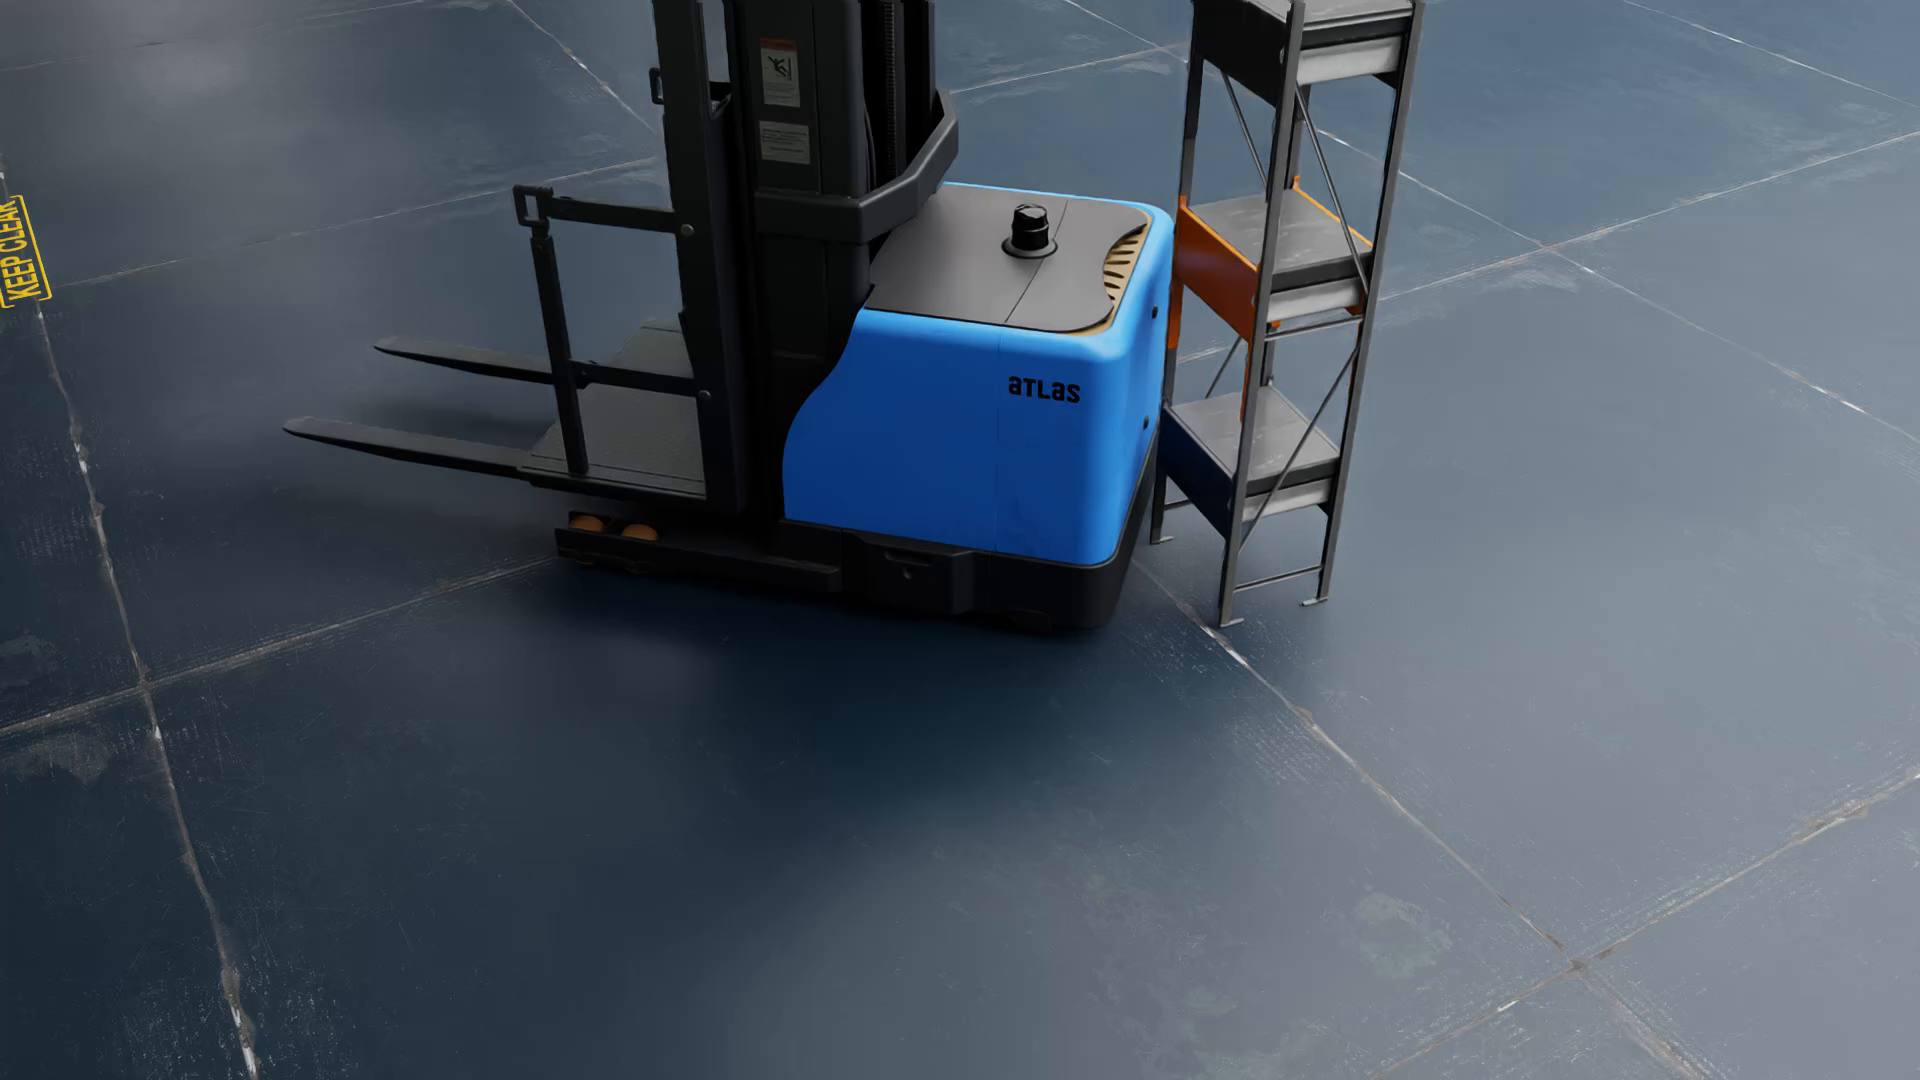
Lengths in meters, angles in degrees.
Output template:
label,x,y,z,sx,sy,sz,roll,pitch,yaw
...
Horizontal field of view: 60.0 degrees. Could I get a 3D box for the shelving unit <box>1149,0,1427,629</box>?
label,x,y,z,sx,sy,sz,roll,pitch,yaw
shelving unit,0.931,-0.741,4.985,0.431,2.100,0.503,-13,38,-17

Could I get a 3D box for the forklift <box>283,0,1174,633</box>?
label,x,y,z,sx,sy,sz,roll,pitch,yaw
forklift,-0.865,-1.361,5.128,3.031,2.935,1.130,9,37,12

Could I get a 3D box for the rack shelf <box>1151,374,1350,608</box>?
label,x,y,z,sx,sy,sz,roll,pitch,yaw
rack shelf,0.931,-0.165,5.406,0.431,0.518,0.480,-13,38,-17

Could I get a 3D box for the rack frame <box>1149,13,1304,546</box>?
label,x,y,z,sx,sy,sz,roll,pitch,yaw
rack frame,0.841,-0.875,5.168,0.400,2.100,0.015,-13,38,-17

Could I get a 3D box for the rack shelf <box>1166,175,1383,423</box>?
label,x,y,z,sx,sy,sz,roll,pitch,yaw
rack shelf,0.931,-0.730,4.993,0.431,0.518,0.480,-13,38,-17

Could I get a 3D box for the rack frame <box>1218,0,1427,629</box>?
label,x,y,z,sx,sy,sz,roll,pitch,yaw
rack frame,1.021,-0.608,4.802,0.400,2.100,0.015,-13,38,-17

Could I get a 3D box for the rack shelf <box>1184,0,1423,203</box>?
label,x,y,z,sx,sy,sz,roll,pitch,yaw
rack shelf,0.931,-1.296,4.580,0.431,0.518,0.480,-13,38,-17
